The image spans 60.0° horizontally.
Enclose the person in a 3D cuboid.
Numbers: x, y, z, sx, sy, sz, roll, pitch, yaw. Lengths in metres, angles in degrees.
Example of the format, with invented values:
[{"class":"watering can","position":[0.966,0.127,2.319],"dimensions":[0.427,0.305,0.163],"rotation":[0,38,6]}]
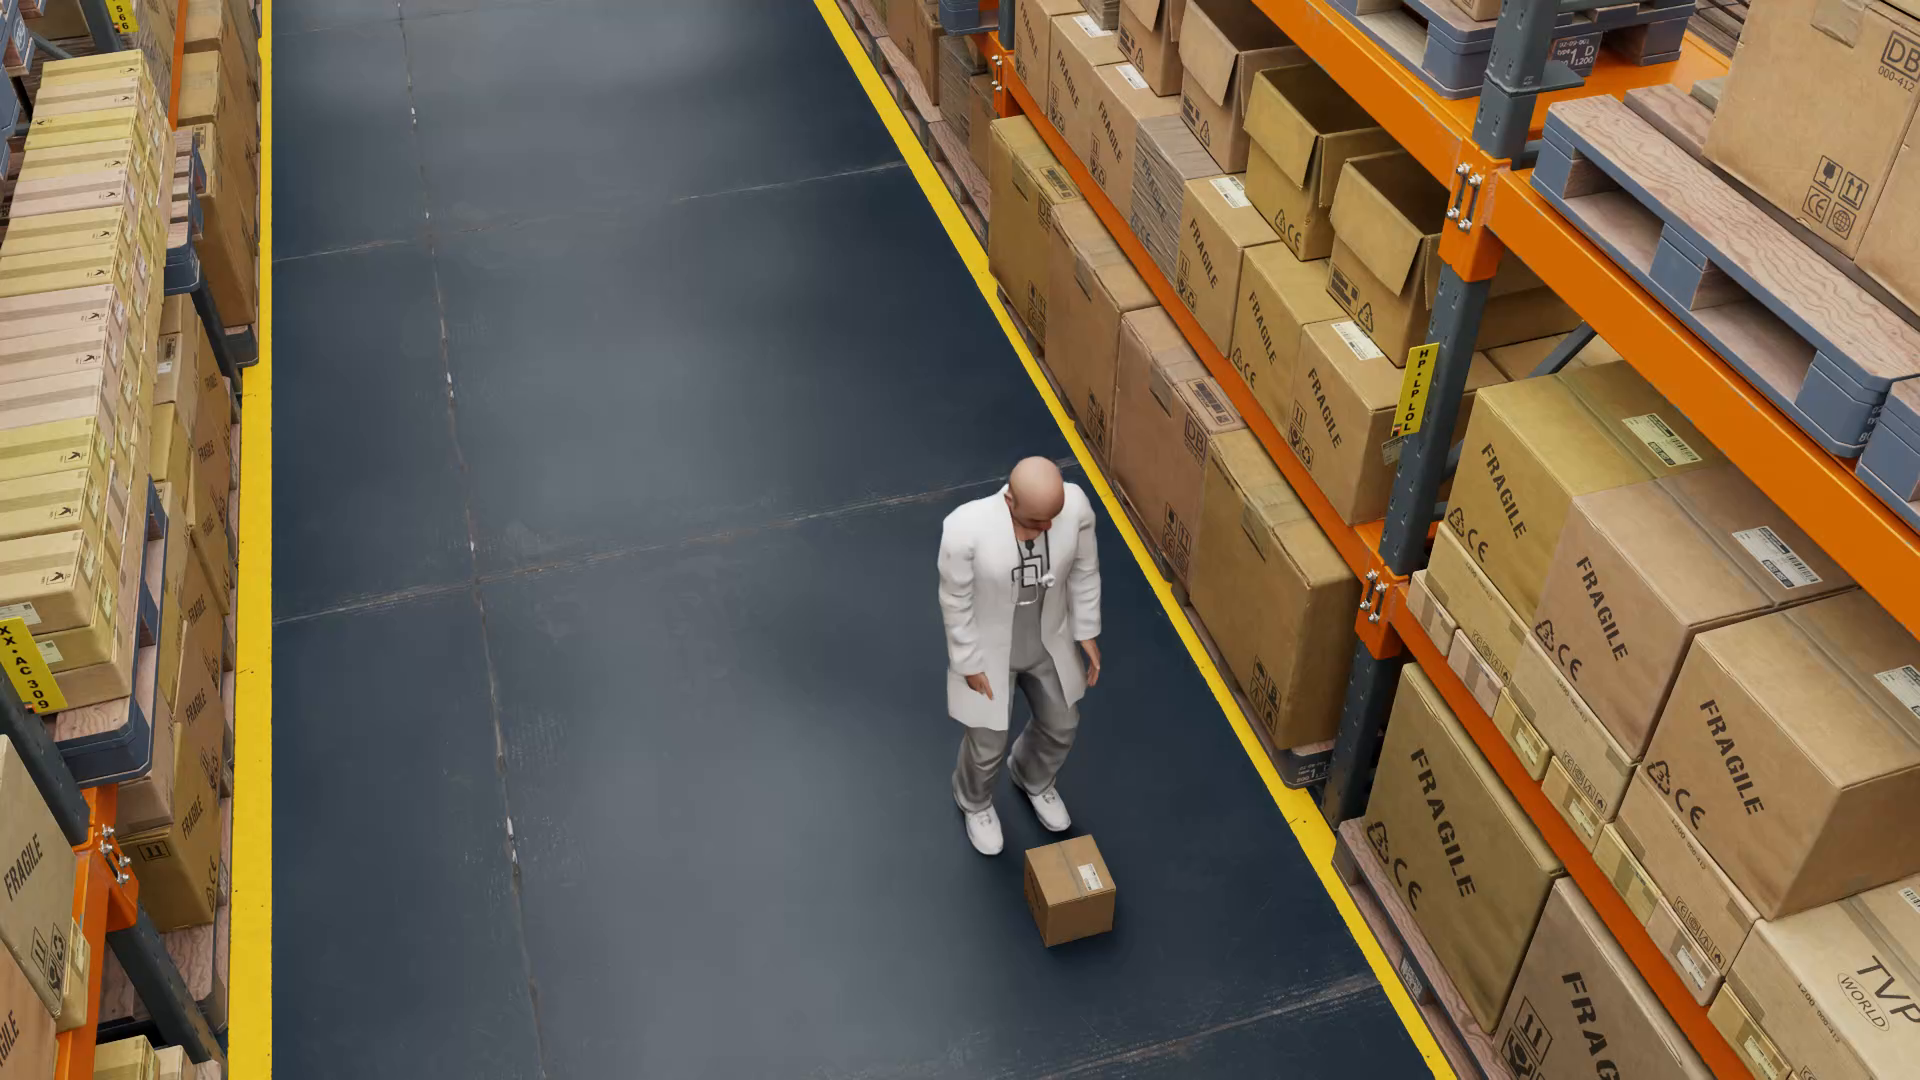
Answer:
[{"class":"person","position":[0.214,0.376,5.787],"dimensions":[0.583,1.738,0.402],"rotation":[-15,44,-16]}]
